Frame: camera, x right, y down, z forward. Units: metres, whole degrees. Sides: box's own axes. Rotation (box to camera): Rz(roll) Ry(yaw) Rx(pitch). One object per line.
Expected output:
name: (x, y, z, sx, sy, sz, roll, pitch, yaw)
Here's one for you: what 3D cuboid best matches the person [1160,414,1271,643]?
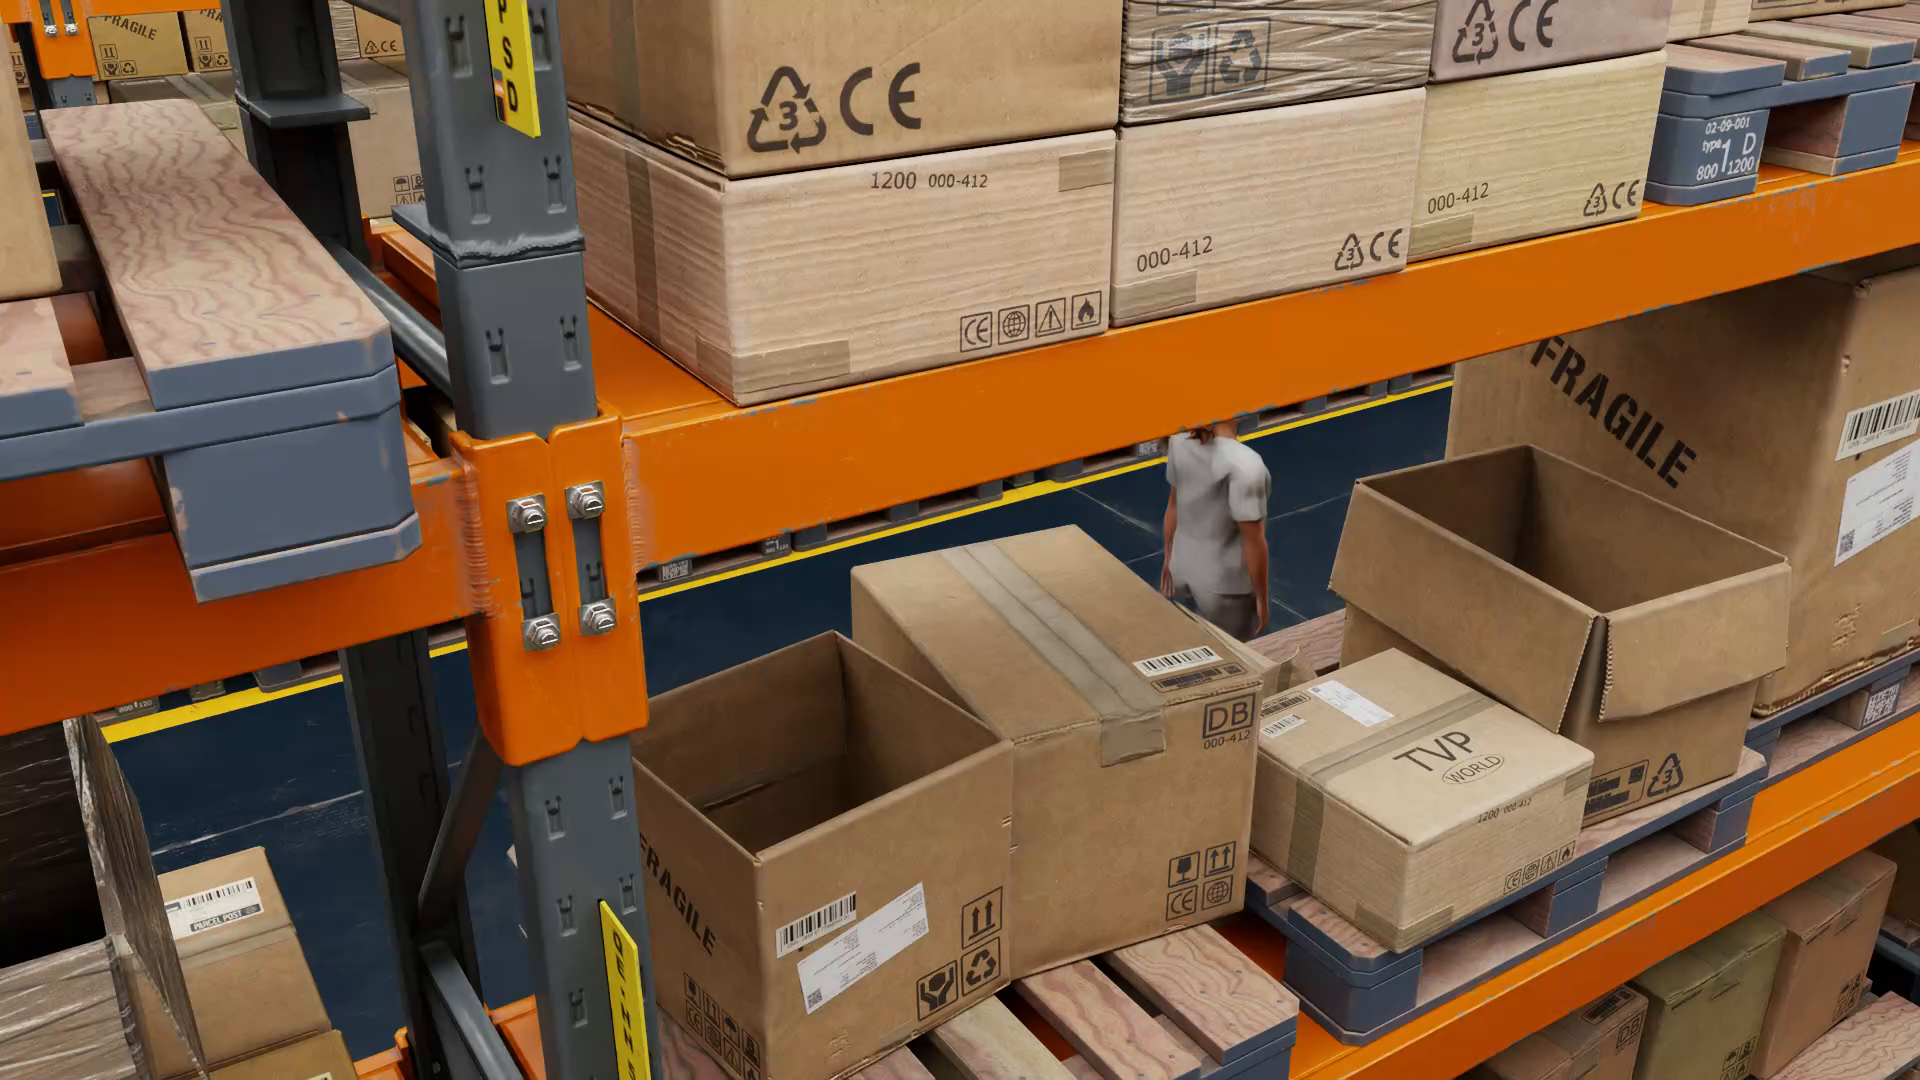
person: (0.916, 0.138, 5.757, 0.452, 1.665, 0.475, -14, 28, -26)
